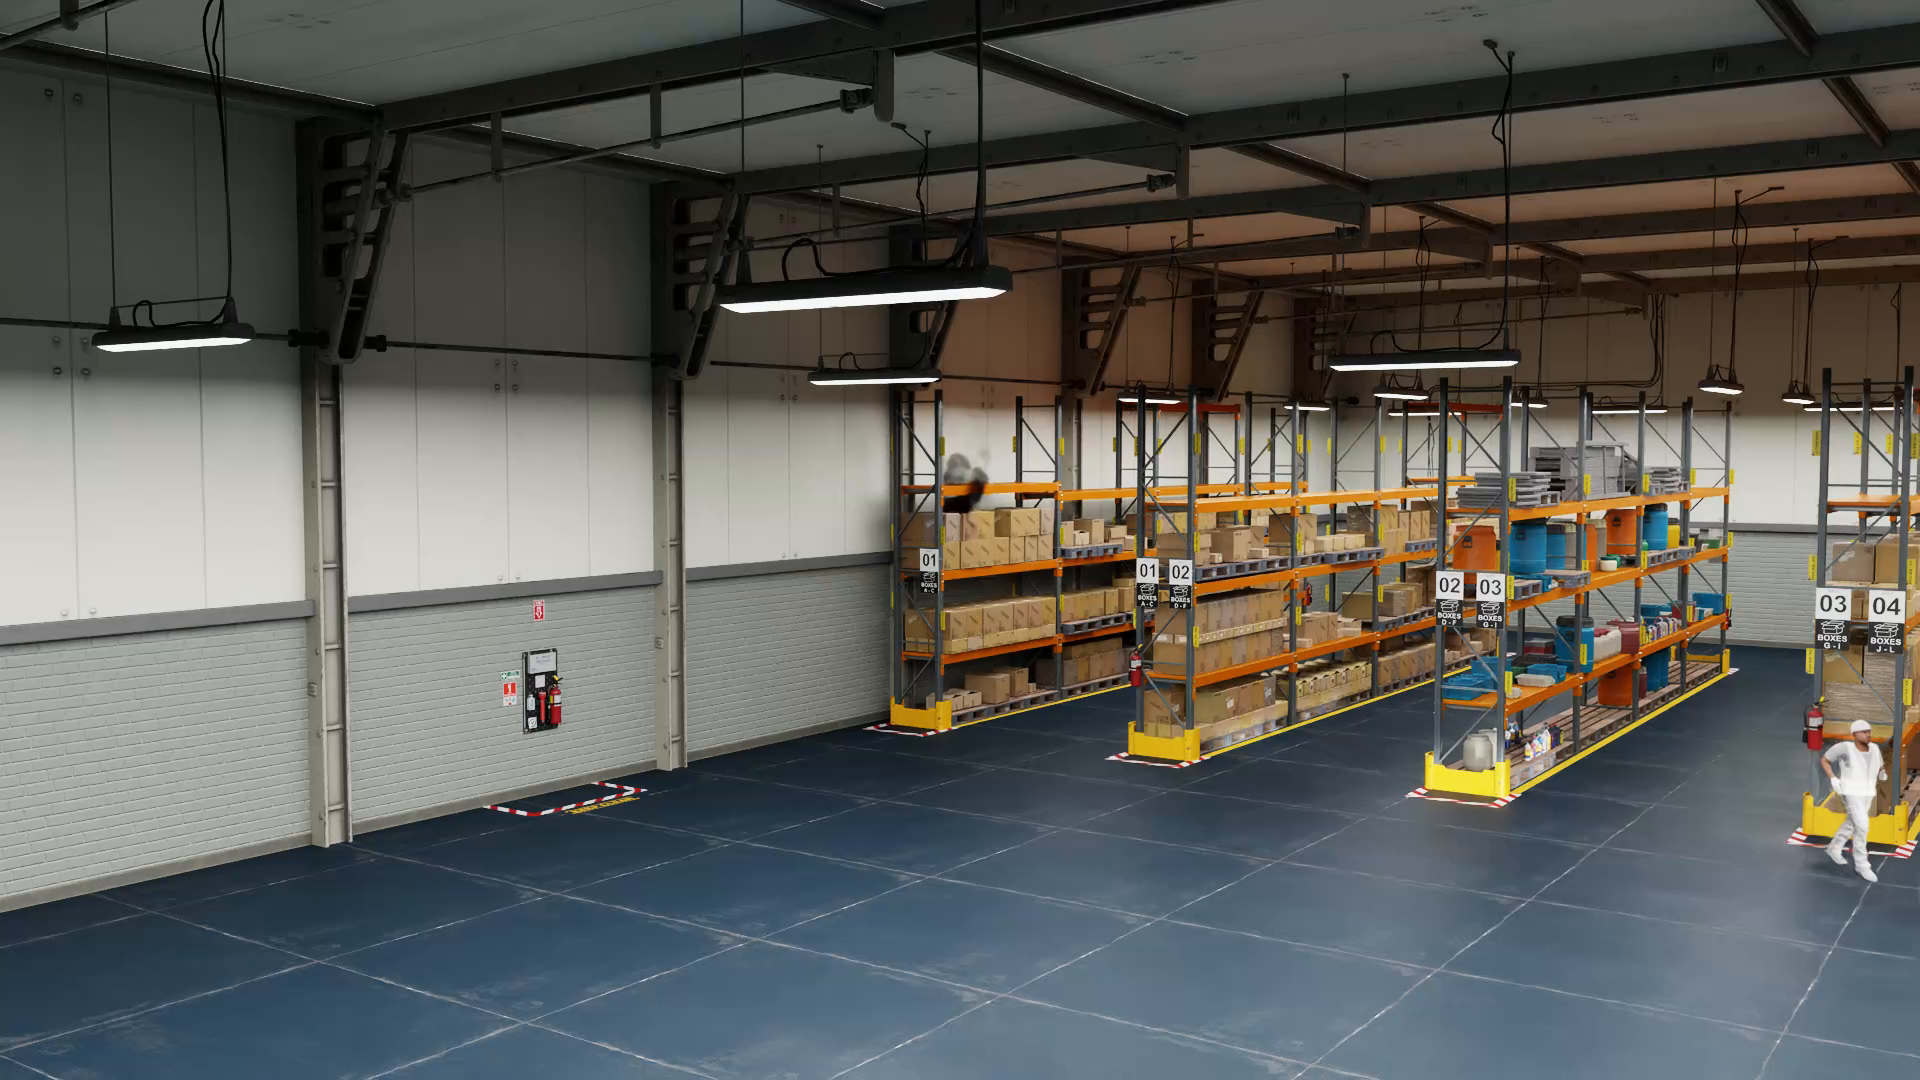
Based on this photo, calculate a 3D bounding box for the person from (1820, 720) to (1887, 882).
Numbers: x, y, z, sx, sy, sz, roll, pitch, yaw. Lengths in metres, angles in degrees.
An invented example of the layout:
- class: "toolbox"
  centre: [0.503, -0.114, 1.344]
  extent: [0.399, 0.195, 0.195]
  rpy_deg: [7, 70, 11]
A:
- class: "person"
  centre: [10.480, 2.991, 19.439]
  extent: [0.674, 1.810, 0.862]
  rpy_deg: [-1, 3, -16]
